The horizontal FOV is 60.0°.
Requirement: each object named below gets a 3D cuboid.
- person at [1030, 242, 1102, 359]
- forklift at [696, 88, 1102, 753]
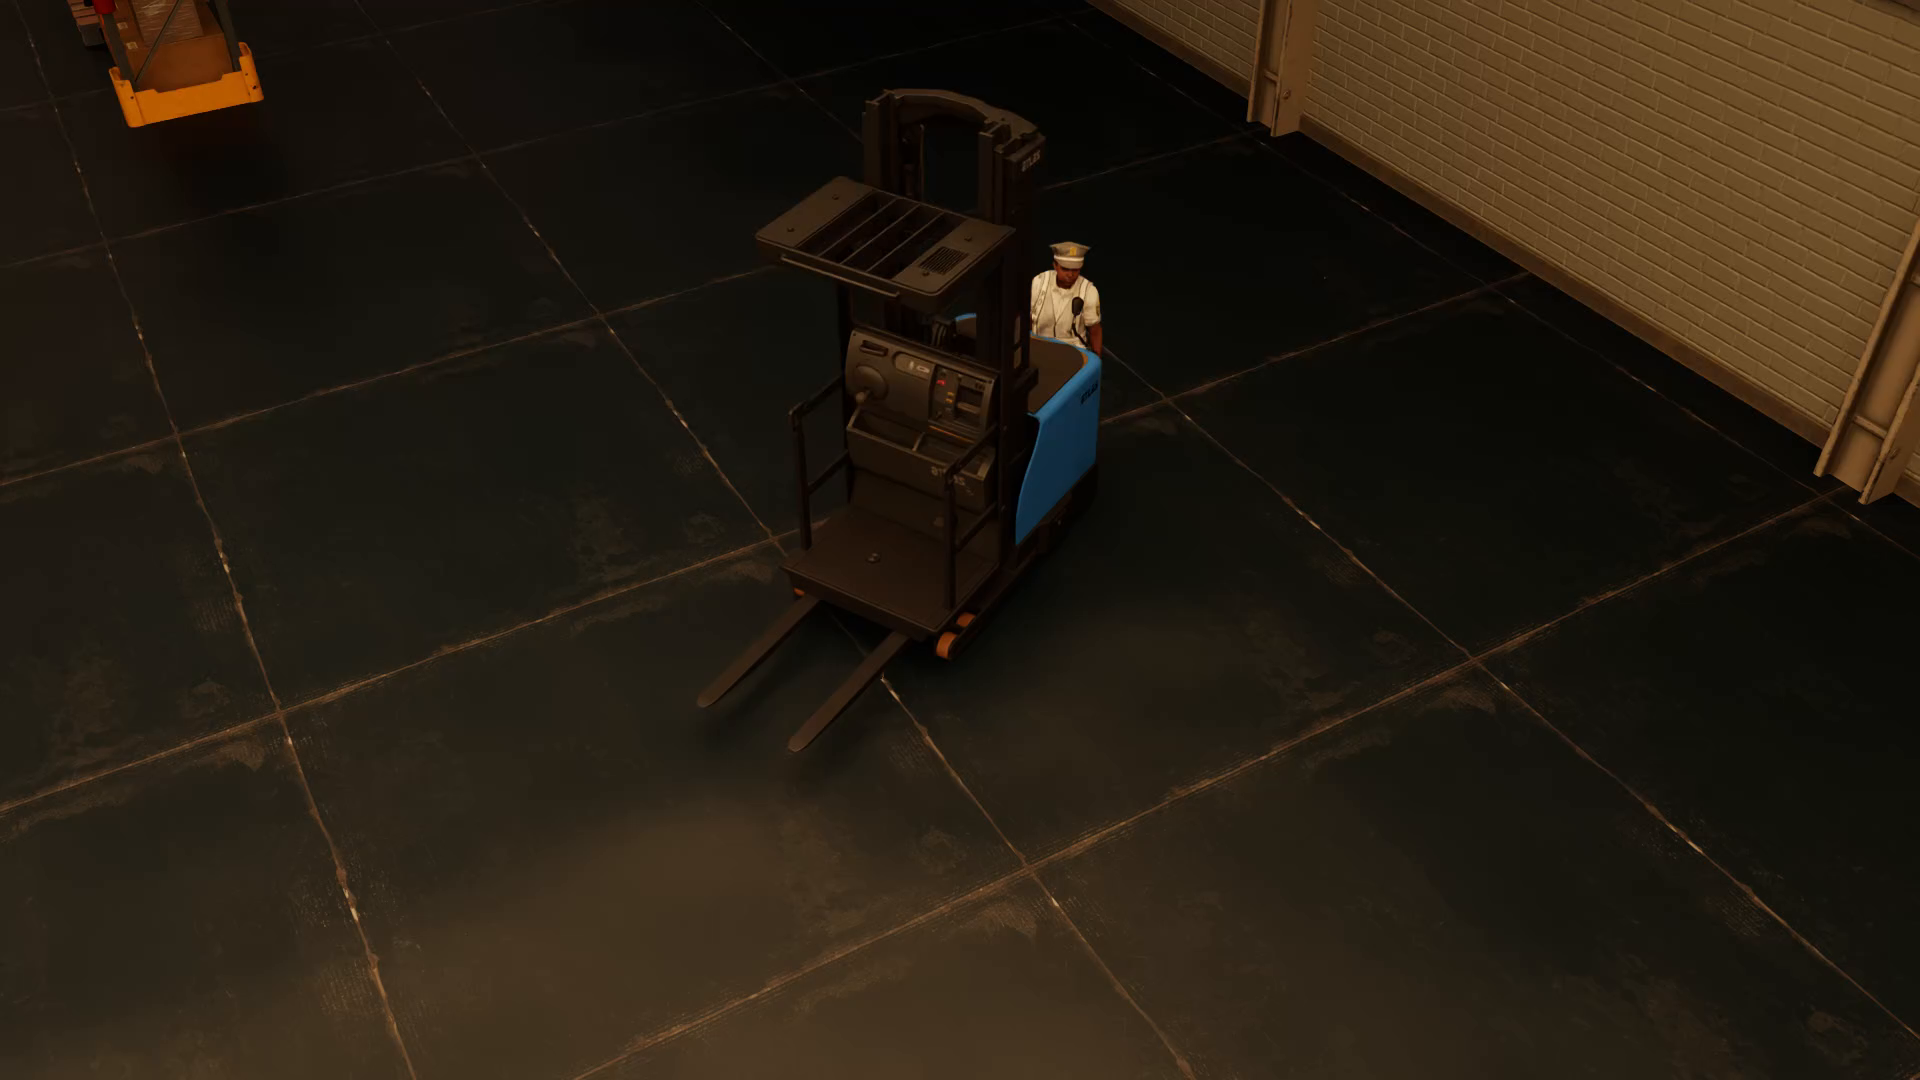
[{"bbox_3d":[0.575,-1.055,10.268,0.575,1.689,0.562,5,40,6],"label":"person"},{"bbox_3d":[-0.336,-0.784,8.981,1.130,2.935,3.031,22,44,24],"label":"forklift"}]
